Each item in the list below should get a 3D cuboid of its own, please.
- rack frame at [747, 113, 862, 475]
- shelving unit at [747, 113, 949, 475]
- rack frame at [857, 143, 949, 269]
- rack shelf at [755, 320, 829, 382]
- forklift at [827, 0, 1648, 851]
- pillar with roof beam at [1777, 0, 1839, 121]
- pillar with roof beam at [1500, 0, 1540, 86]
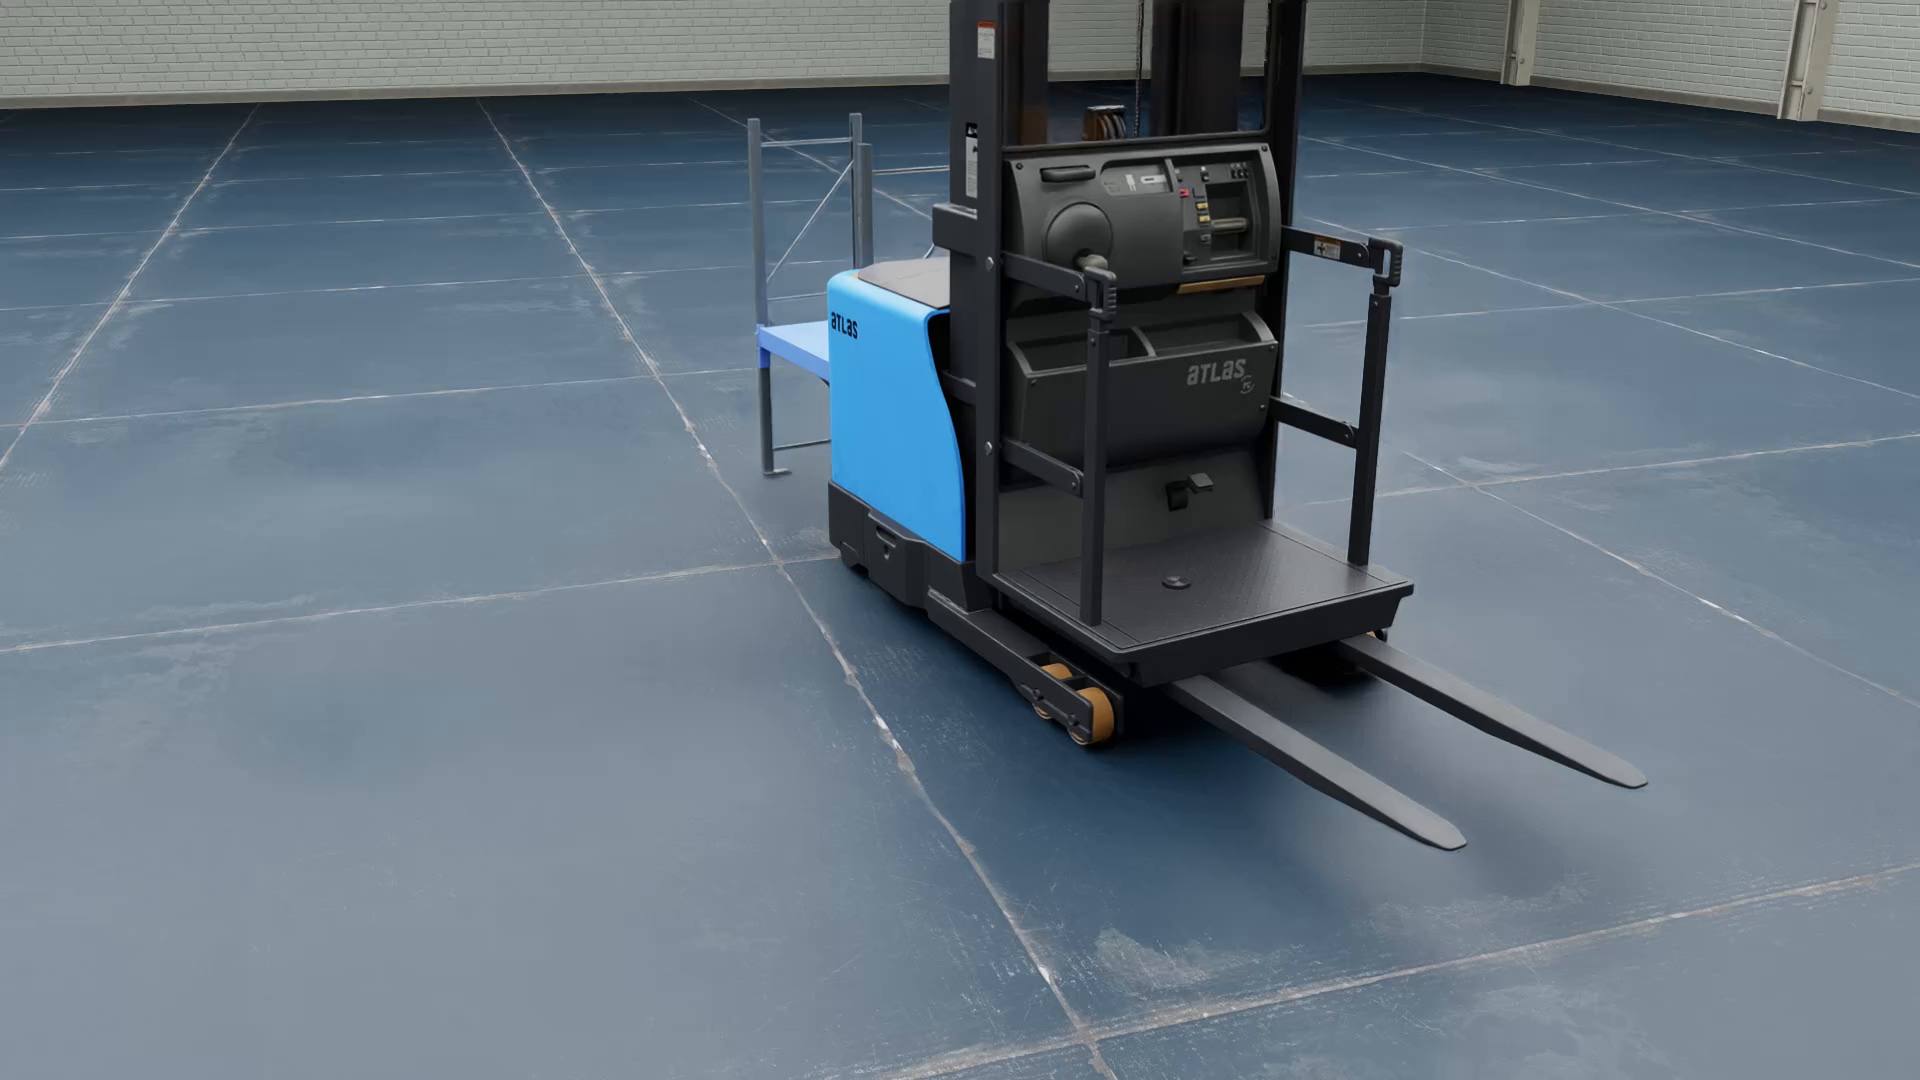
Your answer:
[{"bbox_3d":[-0.634,-1.032,7.071,0.500,1.500,0.032,-11,22,-27],"label":"rack frame"},{"bbox_3d":[-0.386,-0.882,6.653,0.538,1.500,1.048,-11,22,-27],"label":"shelving unit"},{"bbox_3d":[-0.139,-0.732,6.235,0.500,1.500,0.032,-11,22,-27],"label":"rack frame"},{"bbox_3d":[-0.386,-0.712,6.714,0.538,0.185,1.000,-11,22,-27],"label":"rack shelf"},{"bbox_3d":[0.670,-0.965,4.767,1.130,2.935,3.031,-11,22,-27],"label":"forklift"},{"bbox_3d":[6.832,-9.261,18.888,9.100,9.000,0.400,-6,21,-17],"label":"pillar with roof beam"},{"bbox_3d":[4.947,-11.186,24.248,9.100,9.000,0.400,-6,21,-17],"label":"pillar with roof beam"}]
